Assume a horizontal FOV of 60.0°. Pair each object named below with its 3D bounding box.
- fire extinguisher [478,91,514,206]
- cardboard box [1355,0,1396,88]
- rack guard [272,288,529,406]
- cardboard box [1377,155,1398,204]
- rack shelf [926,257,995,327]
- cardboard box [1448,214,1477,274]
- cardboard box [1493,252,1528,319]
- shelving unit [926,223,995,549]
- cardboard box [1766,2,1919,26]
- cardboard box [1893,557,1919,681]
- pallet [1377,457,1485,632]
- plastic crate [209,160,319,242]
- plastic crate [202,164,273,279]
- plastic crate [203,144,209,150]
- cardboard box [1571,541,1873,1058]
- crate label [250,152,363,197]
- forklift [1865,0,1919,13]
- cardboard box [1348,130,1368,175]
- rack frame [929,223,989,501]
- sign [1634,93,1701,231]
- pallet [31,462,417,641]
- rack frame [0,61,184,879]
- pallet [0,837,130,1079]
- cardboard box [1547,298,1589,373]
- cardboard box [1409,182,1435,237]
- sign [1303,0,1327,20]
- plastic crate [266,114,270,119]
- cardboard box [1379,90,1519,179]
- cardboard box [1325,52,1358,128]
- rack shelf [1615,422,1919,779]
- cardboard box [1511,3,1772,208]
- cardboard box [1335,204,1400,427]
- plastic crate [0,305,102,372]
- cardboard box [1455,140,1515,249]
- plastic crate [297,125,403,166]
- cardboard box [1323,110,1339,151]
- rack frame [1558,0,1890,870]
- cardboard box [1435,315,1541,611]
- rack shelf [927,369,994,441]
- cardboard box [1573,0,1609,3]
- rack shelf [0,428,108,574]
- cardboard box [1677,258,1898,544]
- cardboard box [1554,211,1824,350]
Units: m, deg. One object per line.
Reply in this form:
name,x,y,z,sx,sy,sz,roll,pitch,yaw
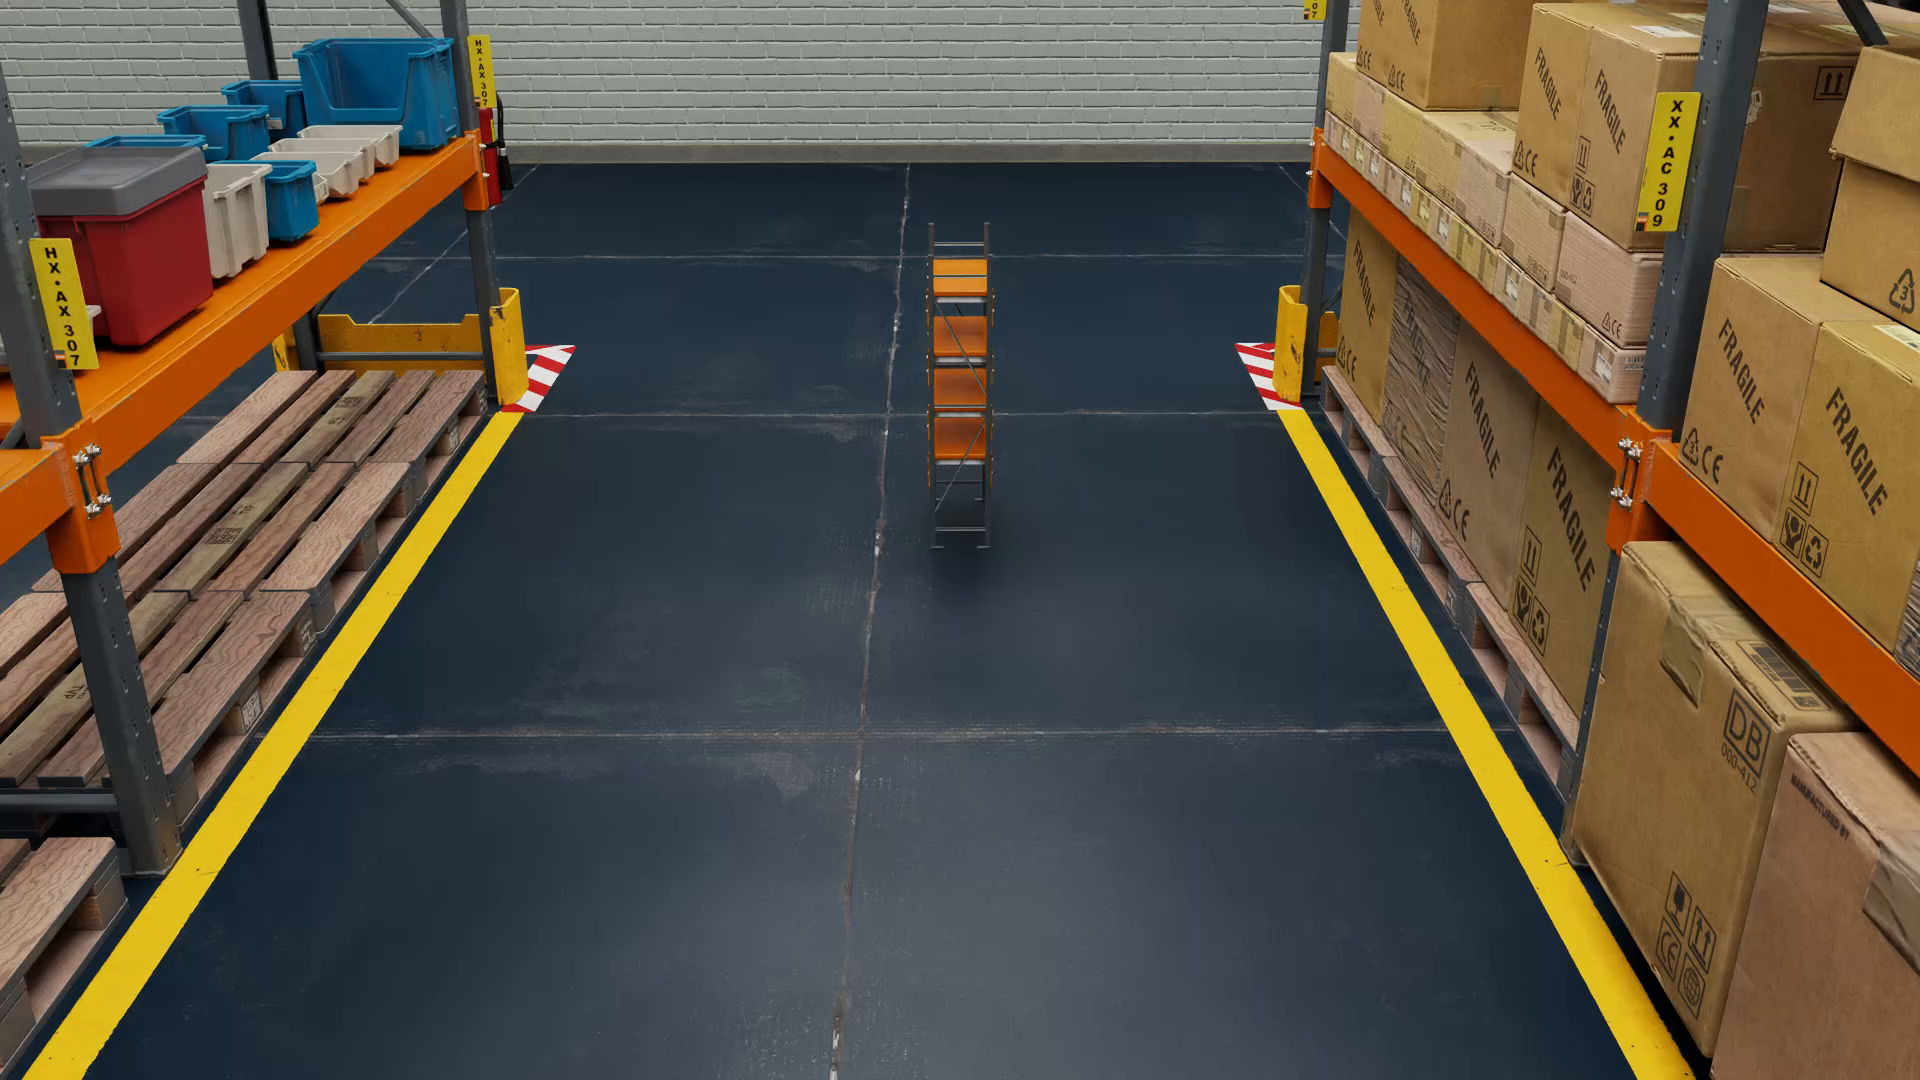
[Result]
fire extinguisher,-2.315,-1.950,7.968,0.296,0.674,0.183,0,24,-1
cardboard box,1.926,-2.117,6.702,0.500,0.500,0.500,-1,24,-2
rack guard,-2.781,-0.962,8.270,1.175,0.500,0.348,0,24,-1
cardboard box,1.872,-1.427,6.571,0.380,0.149,0.250,-1,24,-2
rack shelf,-0.002,-0.973,6.492,0.258,0.148,0.480,0,24,-1
cardboard box,1.883,-1.004,5.635,0.380,0.149,0.250,-1,24,-1
cardboard box,1.889,-0.792,5.167,0.380,0.149,0.250,0,24,0
shelving unit,-0.002,-0.615,6.654,0.258,1.200,0.503,0,24,-1
cardboard box,2.482,-1.275,4.841,0.500,0.500,0.500,0,24,-1
cardboard box,1.995,0.094,2.782,0.500,0.500,0.500,-1,24,-2
pallet,2.283,-0.012,6.520,1.003,0.211,1.213,0,24,-1
plastic crate,-2.489,-1.197,5.887,0.416,0.233,0.300,0,24,-1
plastic crate,-2.556,-1.046,5.494,0.437,0.282,0.530,0,24,-1
plastic crate,-3.166,-1.483,6.636,0.250,0.136,0.298,0,24,-1
cardboard box,2.256,0.576,3.906,1.225,0.875,0.875,0,24,0
crate label,-2.561,-1.429,6.516,0.396,0.136,0.243,0,24,-1
forklift,4.569,-1.790,7.150,1.130,2.935,3.031,-2,24,-3
cardboard box,1.866,-1.640,7.040,0.380,0.149,0.250,-1,24,-2
rack frame,-0.004,-0.715,6.876,0.240,1.200,0.015,0,24,-1
sign,1.674,-0.892,3.936,0.100,0.325,0.005,0,24,-1
pallet,-2.787,0.021,6.447,1.003,0.211,1.213,0,24,-1
rack frame,-2.724,-0.443,4.089,1.000,3.000,0.127,0,24,-1
pallet,-2.757,1.146,3.960,1.003,0.211,1.213,0,24,-1
cardboard box,1.895,-0.581,4.699,0.380,0.149,0.250,0,24,0
cardboard box,1.877,-1.217,6.106,0.380,0.149,0.250,-1,24,-2
sign,1.630,-2.544,7.587,0.100,0.325,0.005,0,24,-1
plastic crate,-3.173,-1.762,7.254,0.250,0.136,0.298,0,24,-1
cardboard box,1.935,-1.560,6.380,0.500,0.250,0.500,-1,24,-2
cardboard box,1.920,-1.981,7.312,0.500,0.250,0.500,-1,24,-2
rack shelf,2.251,0.687,2.464,1.077,0.370,4.000,0,24,-1
cardboard box,1.955,-1.268,4.826,0.500,0.500,0.500,0,24,0
cardboard box,2.272,-1.073,7.551,0.875,0.875,0.875,0,24,-1
plastic crate,-2.586,-0.542,4.556,0.396,0.136,0.243,0,24,-1
cardboard box,1.948,-1.136,5.444,0.500,0.250,0.500,0,24,1
plastic crate,-2.578,-1.663,7.034,0.396,0.136,0.243,0,24,-1
cardboard box,1.859,-1.851,7.507,0.380,0.149,0.250,0,24,0
rack frame,2.229,-0.465,4.138,1.000,3.000,0.127,0,24,-1
cardboard box,2.292,-0.331,5.911,0.875,0.875,0.875,0,24,-1
rack shelf,-0.002,-0.554,6.681,0.258,0.148,0.480,0,24,-1
cardboard box,2.453,-2.322,7.156,0.500,0.500,0.500,0,24,0
rack shelf,-2.702,0.709,2.415,1.077,0.370,4.000,0,24,-1
cardboard box,1.984,-0.320,3.696,0.500,0.500,0.500,0,24,0
cardboard box,1.962,-0.713,4.507,0.500,0.250,0.500,-1,24,-2
